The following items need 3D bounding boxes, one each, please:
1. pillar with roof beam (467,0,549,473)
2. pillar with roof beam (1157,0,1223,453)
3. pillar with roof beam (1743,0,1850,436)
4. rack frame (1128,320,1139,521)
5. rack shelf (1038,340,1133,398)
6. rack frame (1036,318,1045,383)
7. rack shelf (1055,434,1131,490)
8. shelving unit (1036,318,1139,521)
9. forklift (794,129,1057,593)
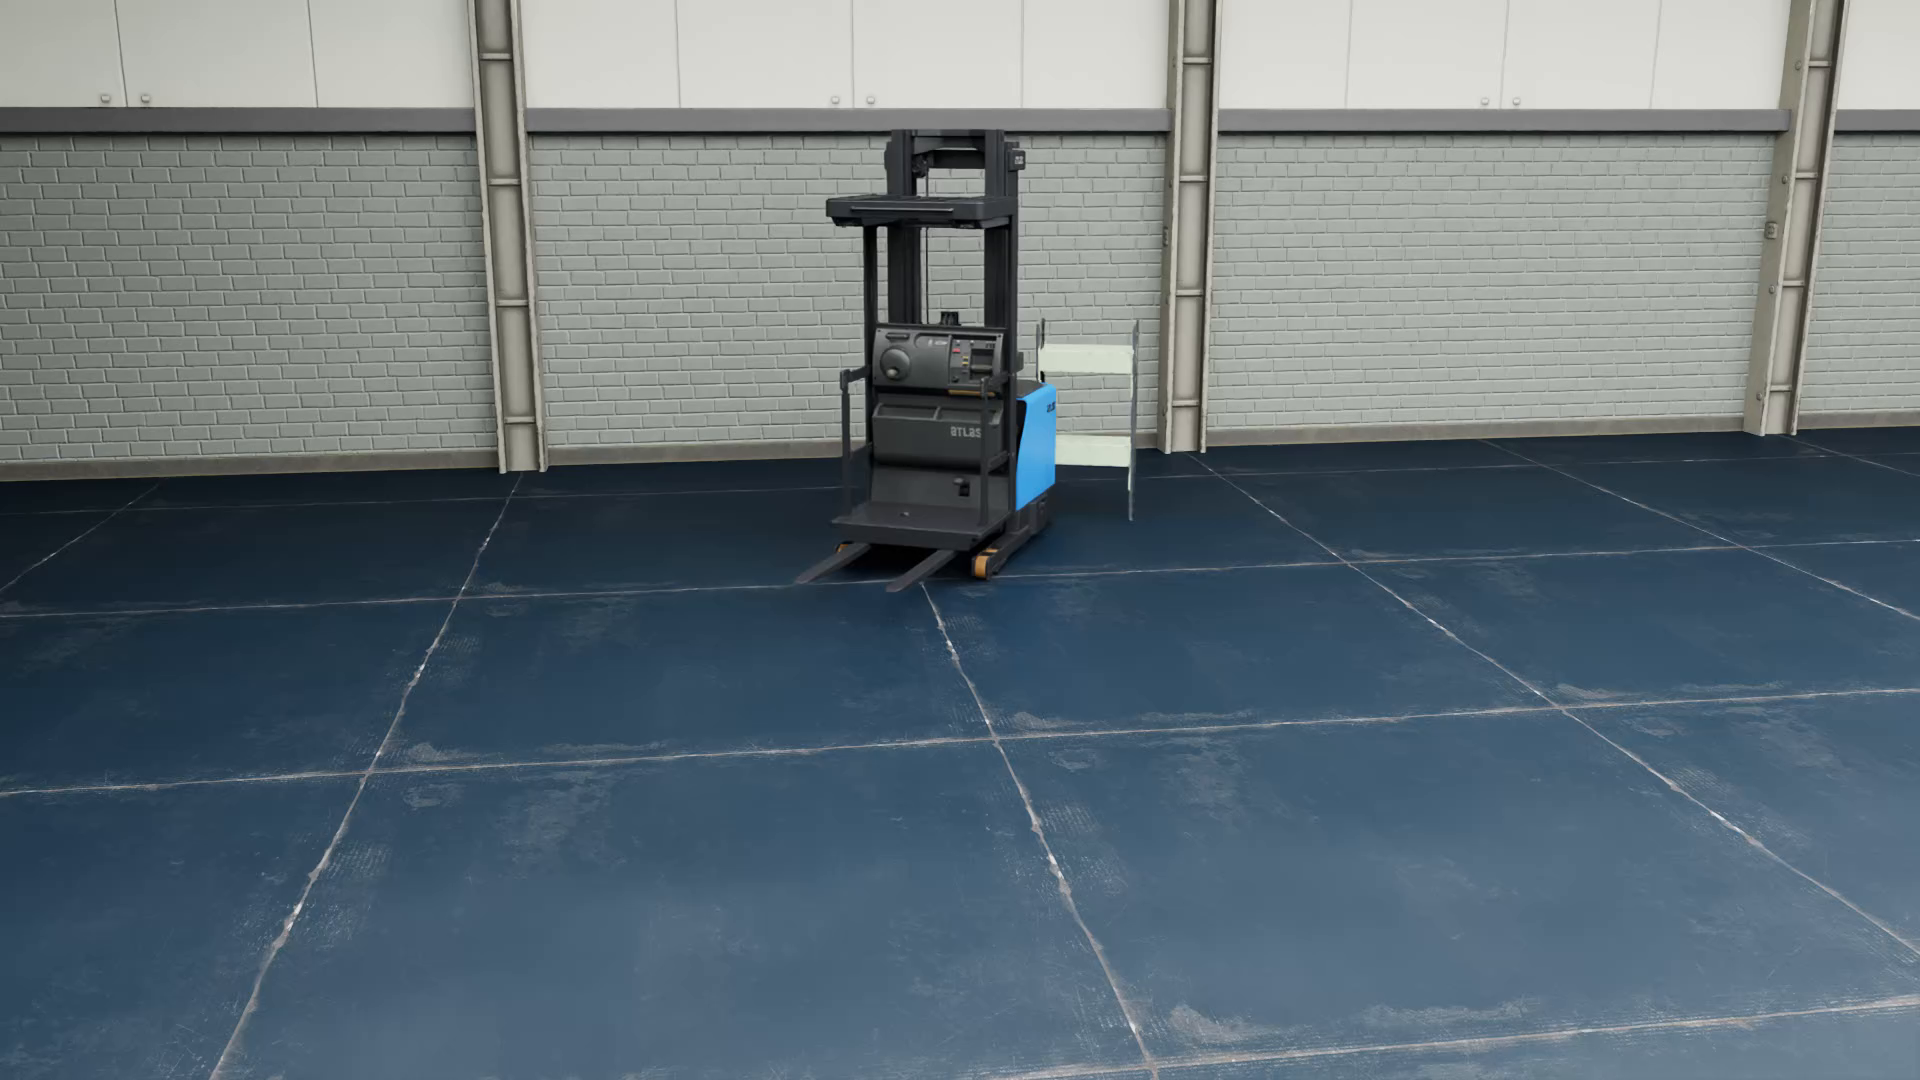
[{"bbox_3d":[-3.218,-3.959,9.507,0.400,9.000,9.100,-2,14,-8],"label":"pillar with roof beam"},{"bbox_3d":[2.715,-4.176,10.374,0.400,9.000,9.100,-2,14,-8],"label":"pillar with roof beam"},{"bbox_3d":[8.648,-4.393,11.241,0.400,9.000,9.100,-2,14,-8],"label":"pillar with roof beam"},{"bbox_3d":[1.342,-0.925,12.826,0.023,1.500,0.400,2,14,9],"label":"rack frame"},{"bbox_3d":[0.981,-1.318,12.788,0.720,0.370,0.431,2,14,9],"label":"rack shelf"},{"bbox_3d":[0.619,-0.953,12.940,0.023,1.500,0.400,2,14,9],"label":"rack frame"},{"bbox_3d":[0.981,-0.623,12.962,0.720,0.370,0.431,2,14,9],"label":"rack shelf"},{"bbox_3d":[0.981,-0.939,12.883,0.755,1.500,0.431,2,14,9],"label":"shelving unit"},{"bbox_3d":[-0.221,-1.265,11.242,1.130,2.935,3.031,5,15,18],"label":"forklift"}]
